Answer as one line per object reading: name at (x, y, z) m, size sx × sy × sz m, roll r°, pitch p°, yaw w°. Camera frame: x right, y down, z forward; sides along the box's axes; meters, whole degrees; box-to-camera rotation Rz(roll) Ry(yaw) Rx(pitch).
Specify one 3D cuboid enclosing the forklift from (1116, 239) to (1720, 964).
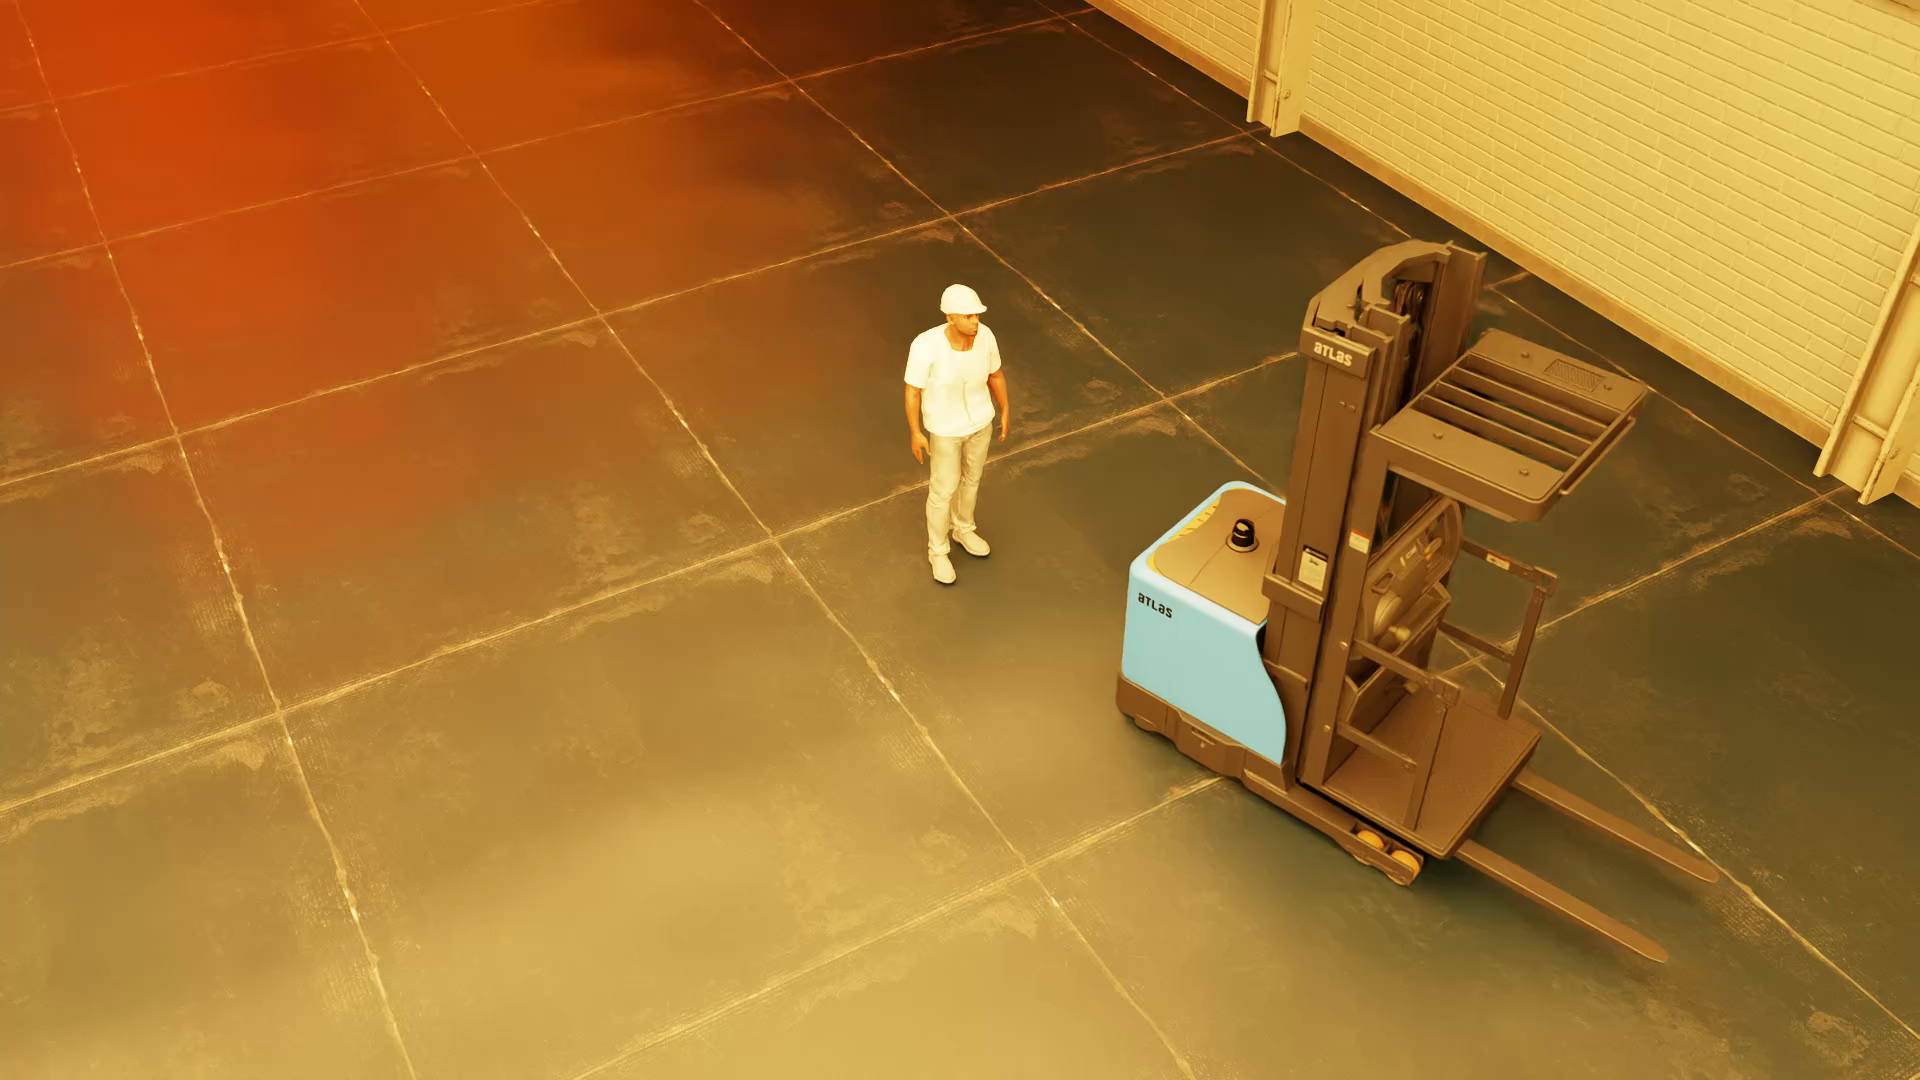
forklift at (2.304, 0.198, 7.797) m, size 3.031 × 2.935 × 1.130 m, roll 29°, pitch 48°, yaw 30°

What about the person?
person at (0.029, -0.645, 9.715) m, size 0.666 × 1.765 × 0.577 m, roll -20°, pitch 44°, yaw -23°
